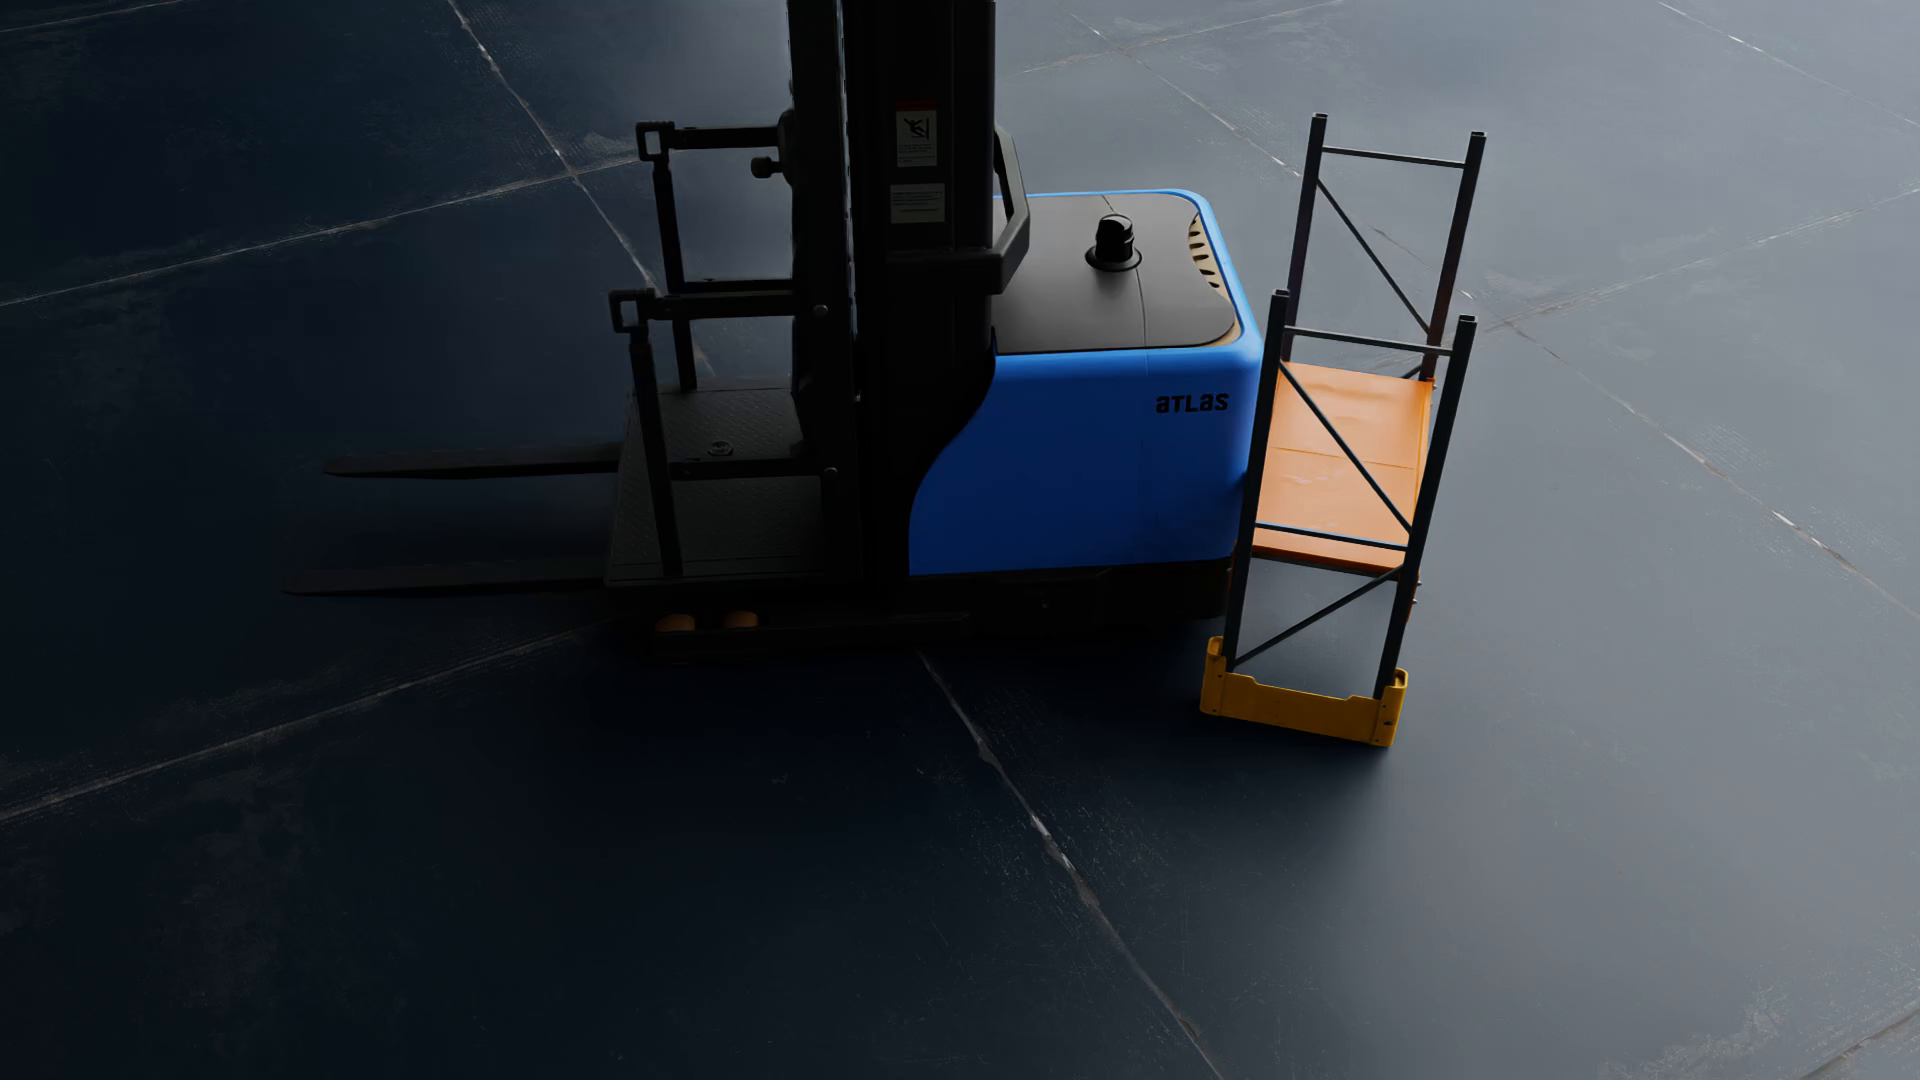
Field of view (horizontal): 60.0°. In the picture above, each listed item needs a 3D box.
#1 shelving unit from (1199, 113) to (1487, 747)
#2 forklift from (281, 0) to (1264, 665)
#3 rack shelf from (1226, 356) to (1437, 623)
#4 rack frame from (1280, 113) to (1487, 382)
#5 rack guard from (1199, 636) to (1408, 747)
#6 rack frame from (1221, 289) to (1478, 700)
[{"bbox_3d":[1.156,-0.331,4.980,0.587,1.500,1.083,10,41,11],"label":"shelving unit"},{"bbox_3d":[-0.648,-1.078,4.755,3.031,2.935,1.130,-3,40,-3],"label":"forklift"},{"bbox_3d":[1.154,-0.188,5.090,0.538,0.185,1.000,10,41,11],"label":"rack shelf"},{"bbox_3d":[1.284,-0.643,5.349,0.500,1.500,0.032,10,41,11],"label":"rack frame"},{"bbox_3d":[1.029,0.457,5.017,0.587,0.250,0.087,10,41,11],"label":"rack guard"},{"bbox_3d":[1.024,-0.008,4.599,0.500,1.500,0.032,10,41,11],"label":"rack frame"}]
